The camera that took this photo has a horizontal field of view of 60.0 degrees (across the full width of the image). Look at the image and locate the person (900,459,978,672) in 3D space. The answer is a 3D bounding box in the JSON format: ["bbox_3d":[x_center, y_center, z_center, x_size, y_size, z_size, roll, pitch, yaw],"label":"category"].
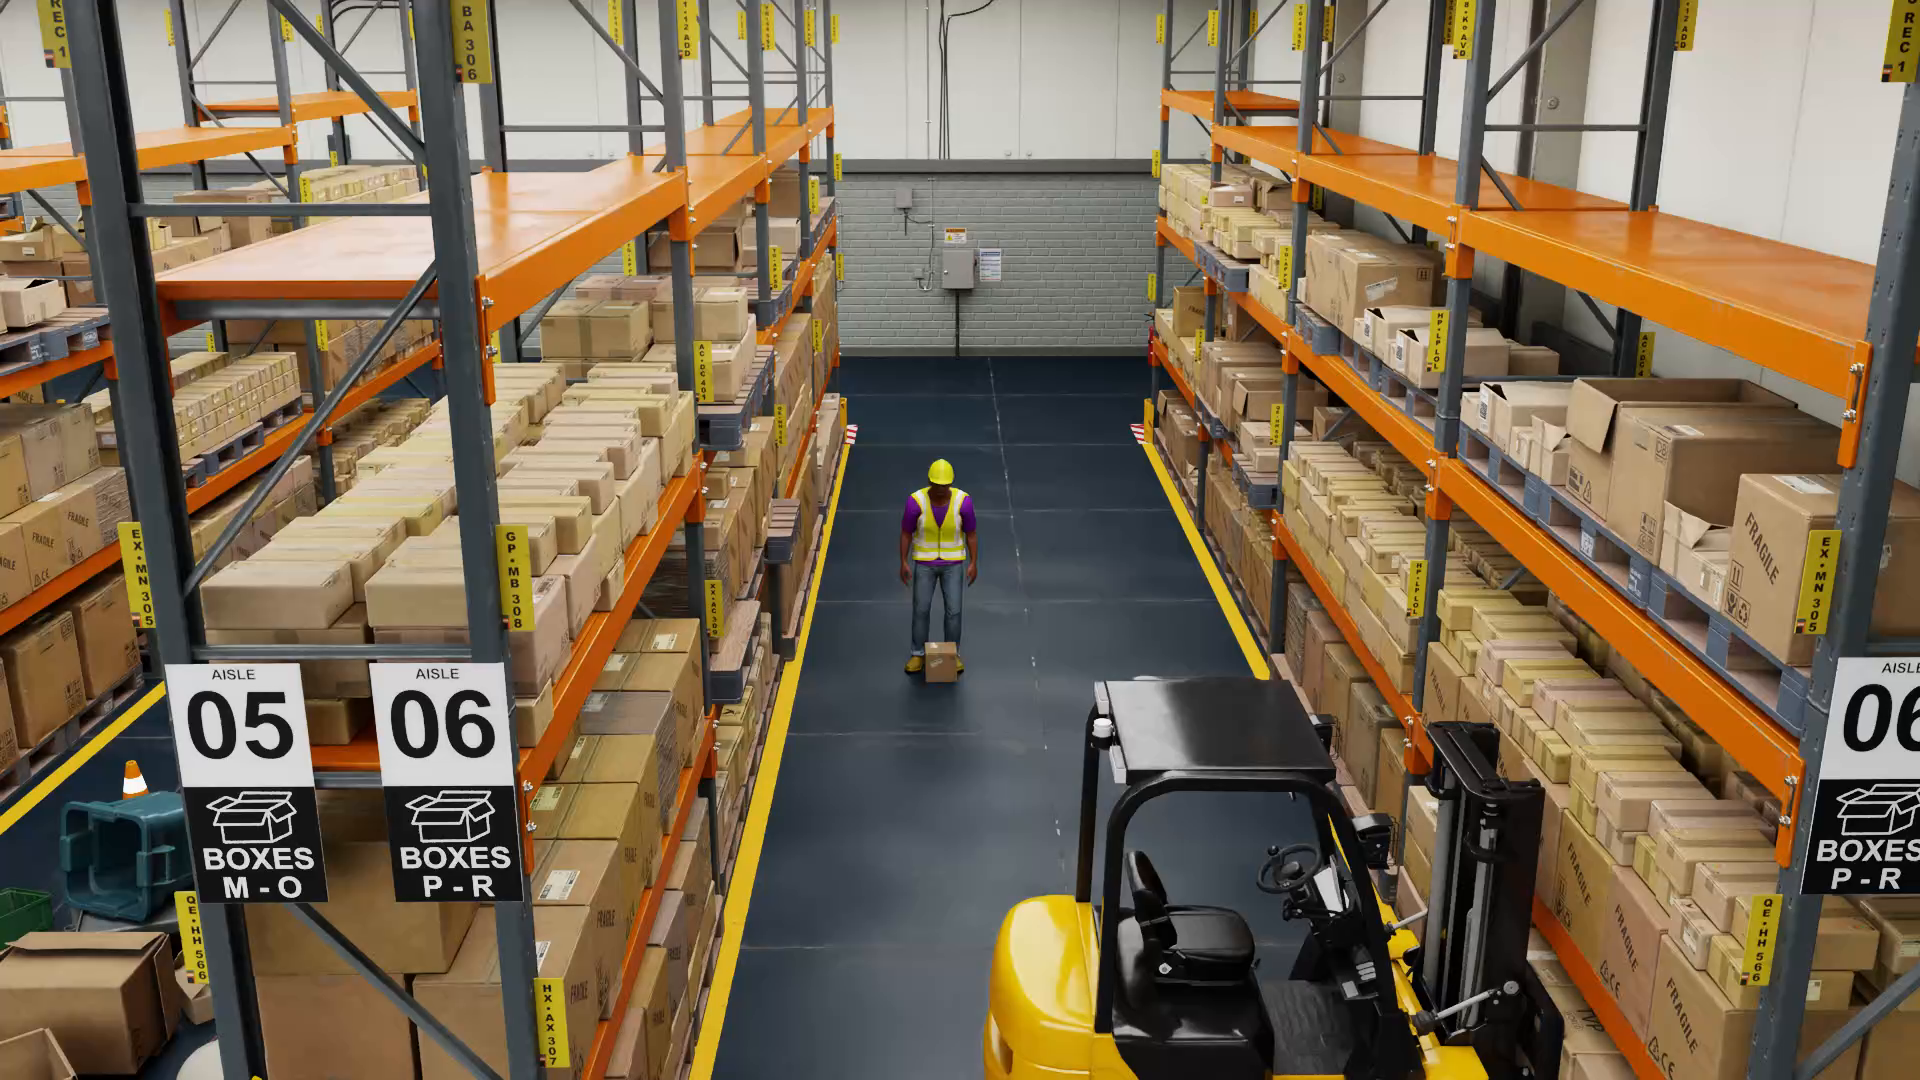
[{"bbox_3d":[-0.171,0.196,13.371,0.627,1.761,0.460,0,17,-1],"label":"person"}]
